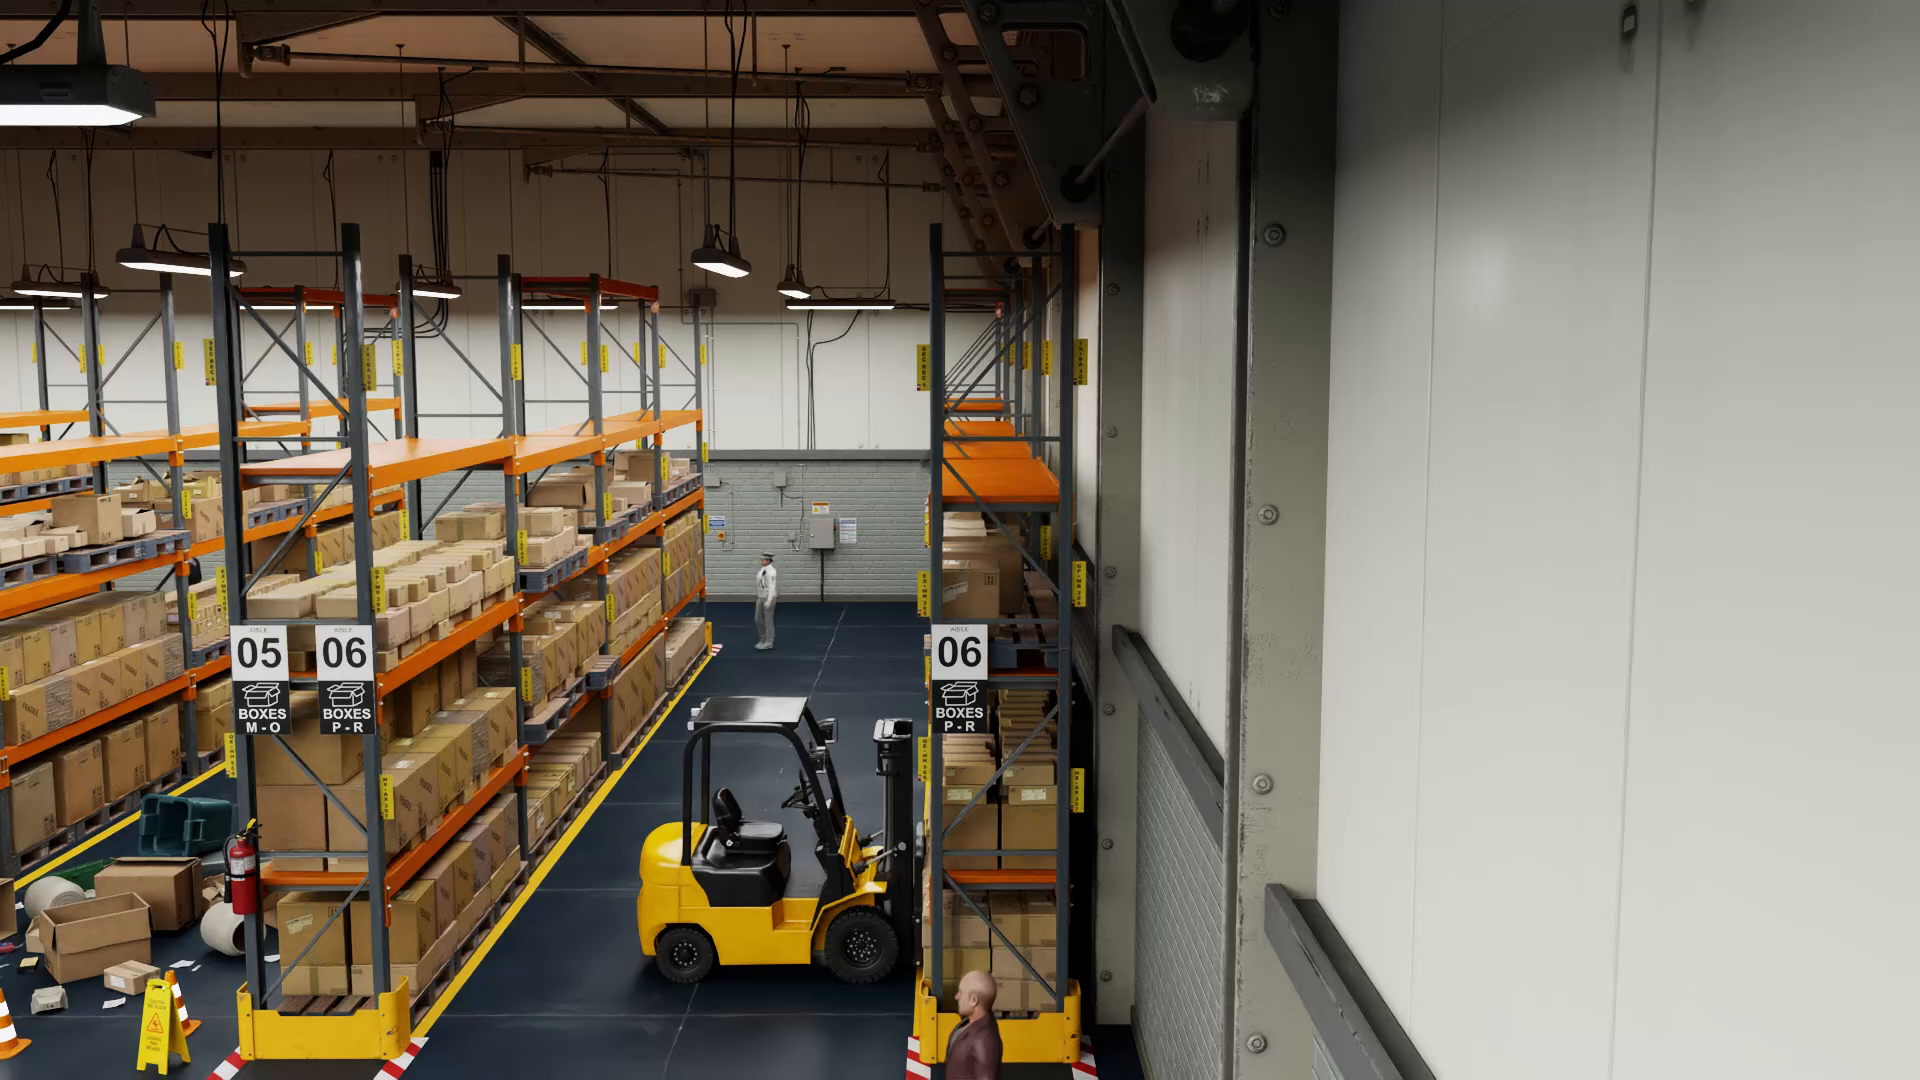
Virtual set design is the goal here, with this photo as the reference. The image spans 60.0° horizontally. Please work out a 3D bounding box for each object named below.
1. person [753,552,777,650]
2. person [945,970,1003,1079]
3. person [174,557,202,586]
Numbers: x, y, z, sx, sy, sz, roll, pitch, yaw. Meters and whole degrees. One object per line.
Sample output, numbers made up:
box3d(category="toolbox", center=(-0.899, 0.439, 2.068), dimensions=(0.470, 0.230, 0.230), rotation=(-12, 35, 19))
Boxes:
box3d(category="person", center=(-3.331, 1.044, 28.426), dimensions=(0.373, 1.713, 0.540), rotation=(-4, 8, -33))
box3d(category="person", center=(0.070, 3.223, 9.064), dimensions=(0.482, 1.781, 0.635), rotation=(0, 7, -1))
box3d(category="person", center=(-13.606, 0.870, 29.457), dimensions=(0.462, 1.704, 0.573), rotation=(1, 7, 10))
